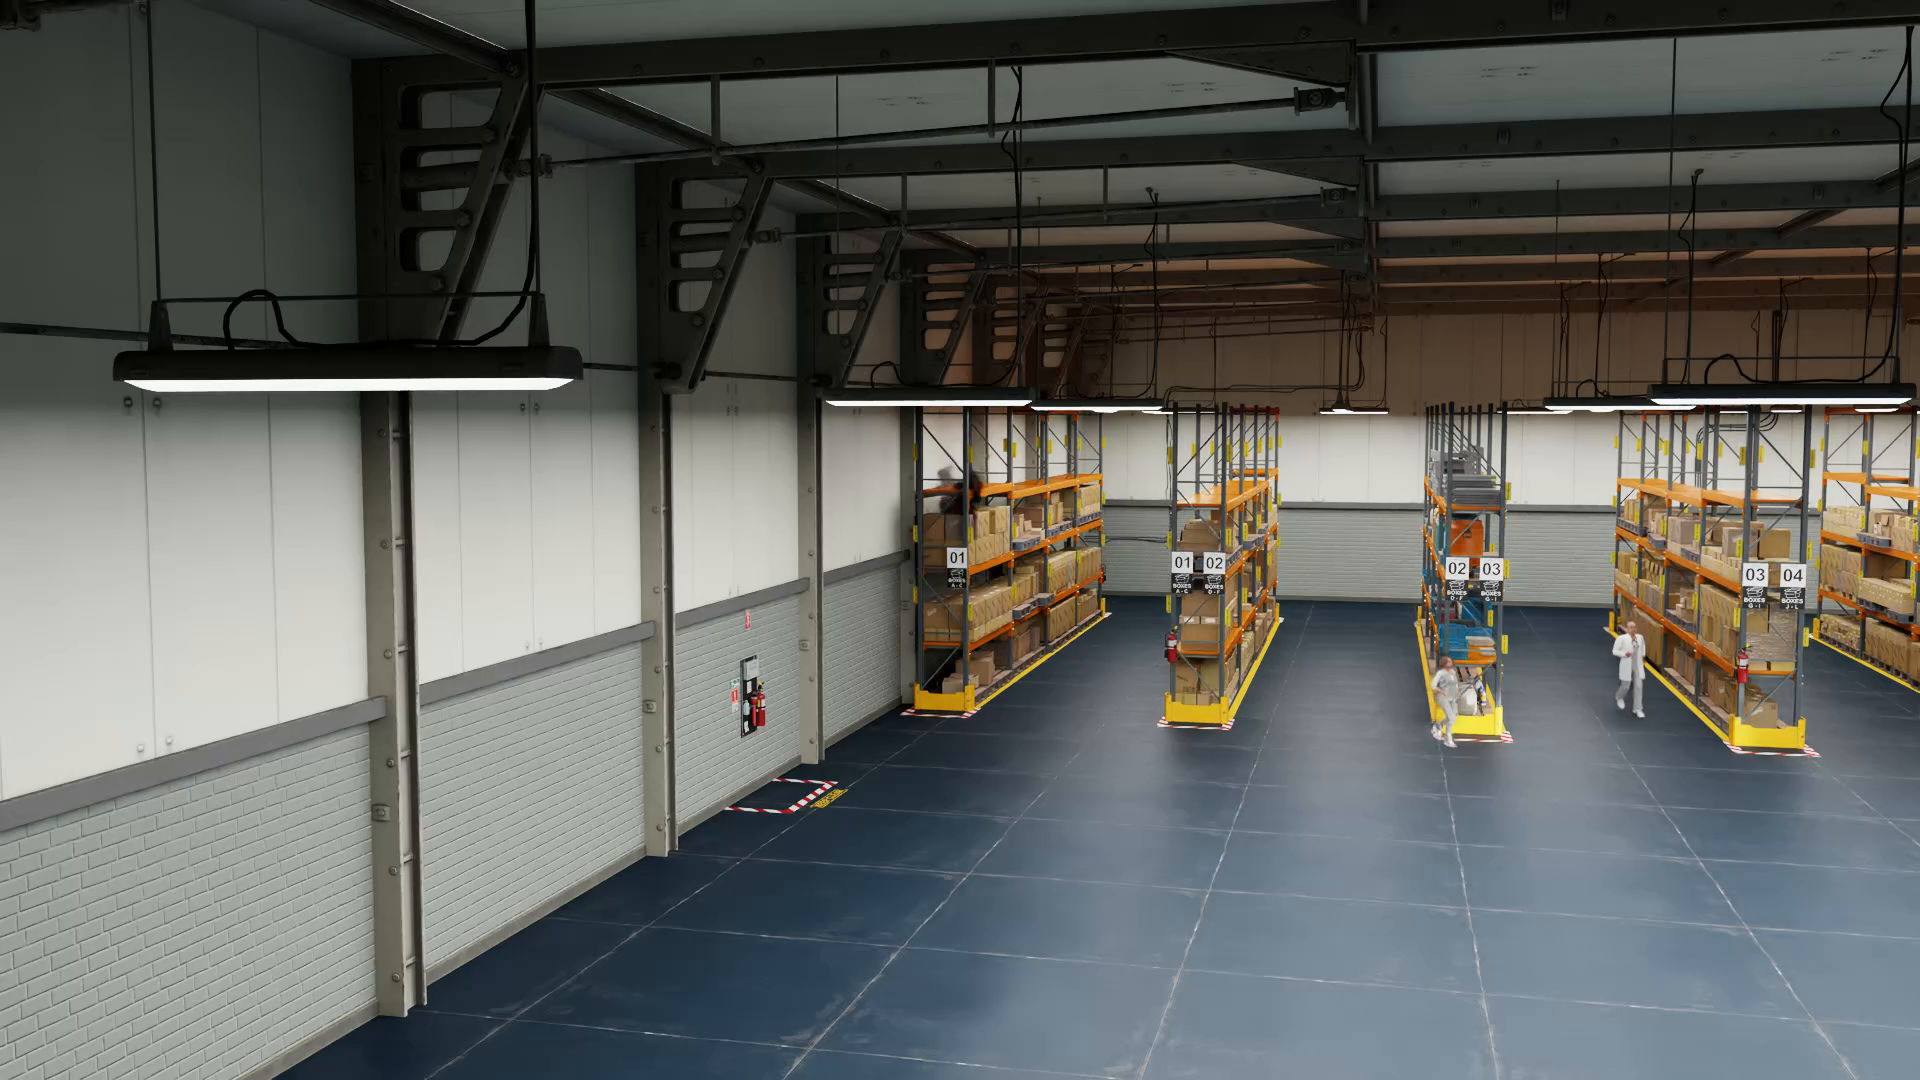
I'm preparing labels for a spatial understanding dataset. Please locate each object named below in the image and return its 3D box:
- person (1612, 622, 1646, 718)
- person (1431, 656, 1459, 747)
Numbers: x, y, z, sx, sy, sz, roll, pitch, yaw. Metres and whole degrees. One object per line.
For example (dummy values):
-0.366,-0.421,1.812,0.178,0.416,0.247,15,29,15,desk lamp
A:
12.883,2.455,31.945,0.710,1.781,1.049,0,4,0,person
8.486,2.814,29.092,0.562,1.582,0.562,-3,5,-33,person
